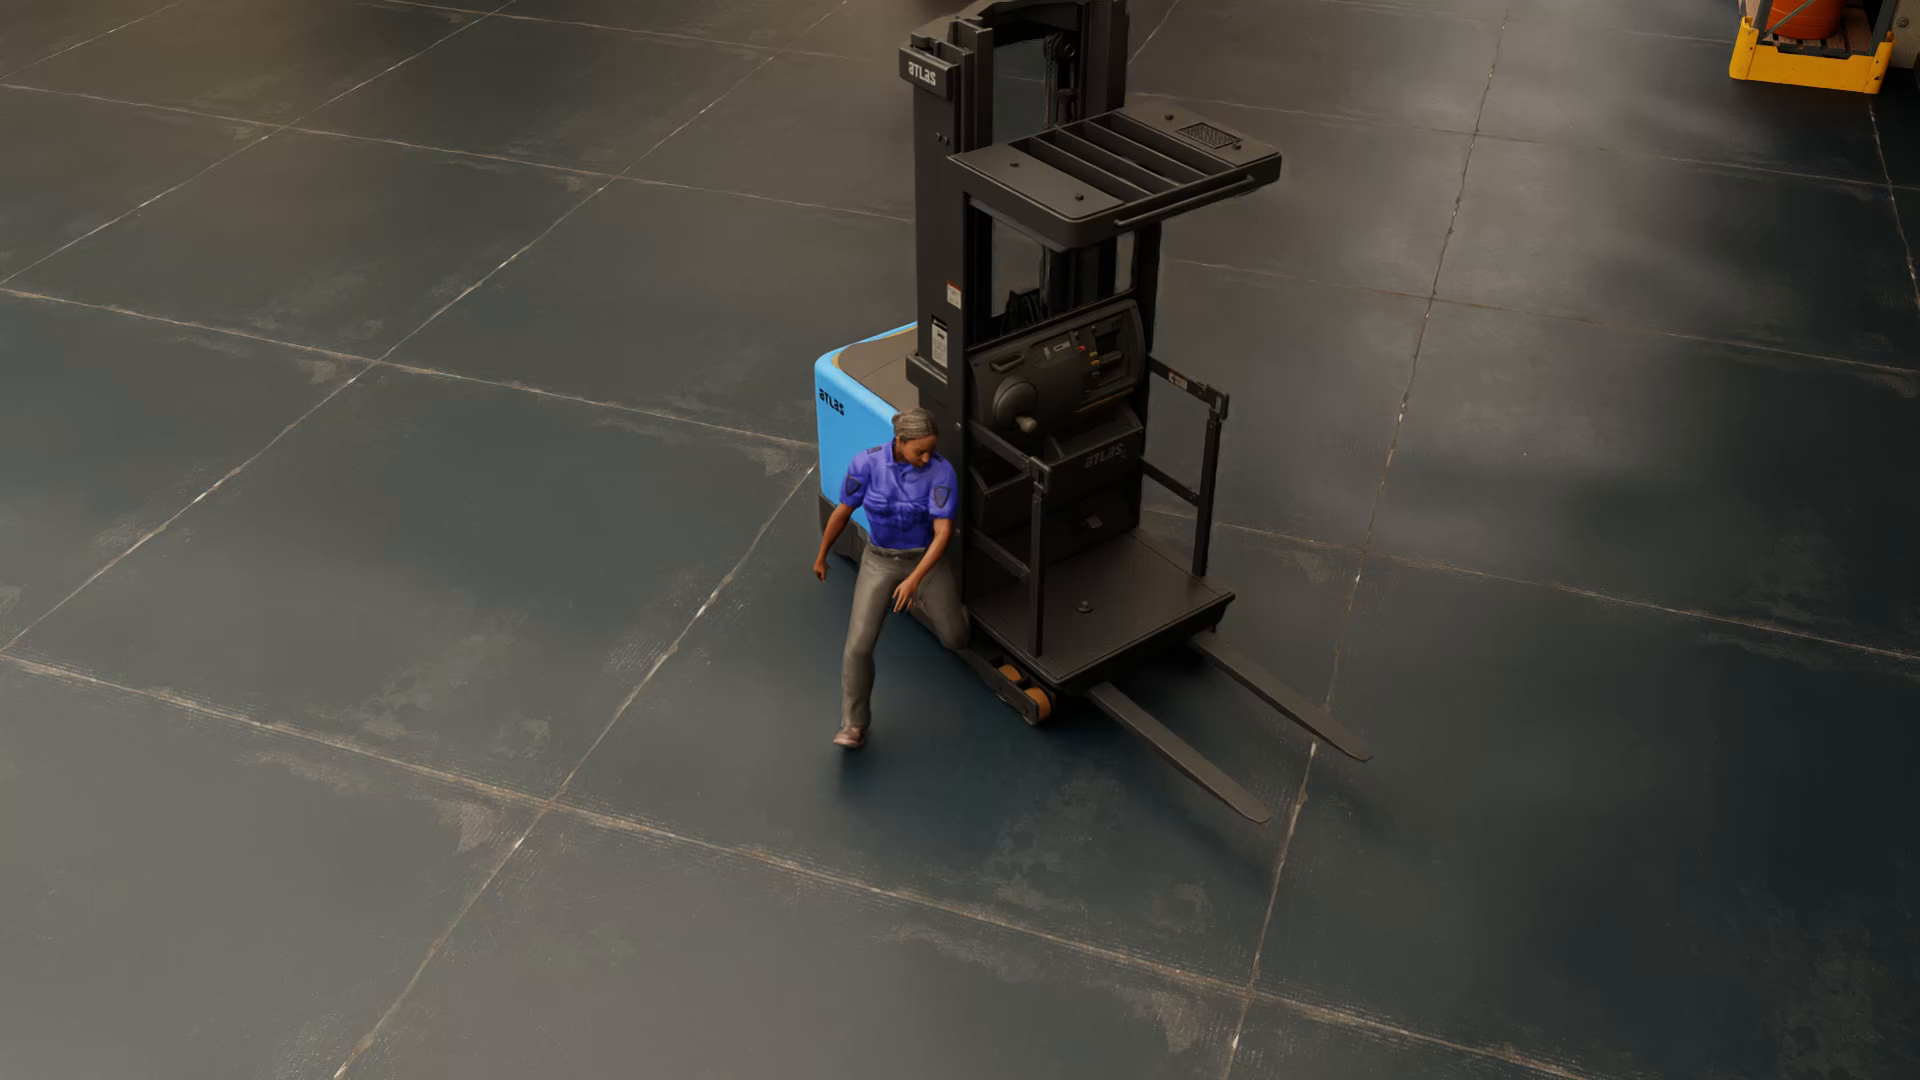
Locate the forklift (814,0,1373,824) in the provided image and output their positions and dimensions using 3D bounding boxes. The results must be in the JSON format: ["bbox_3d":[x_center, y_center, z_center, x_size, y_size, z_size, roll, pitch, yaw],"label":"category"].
[{"bbox_3d":[0.564,-0.693,7.089,1.130,2.935,3.031,-23,42,-29],"label":"forklift"}]

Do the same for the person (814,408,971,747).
[{"bbox_3d":[-0.300,0.136,7.160,0.688,1.530,0.937,1,35,1],"label":"person"}]
